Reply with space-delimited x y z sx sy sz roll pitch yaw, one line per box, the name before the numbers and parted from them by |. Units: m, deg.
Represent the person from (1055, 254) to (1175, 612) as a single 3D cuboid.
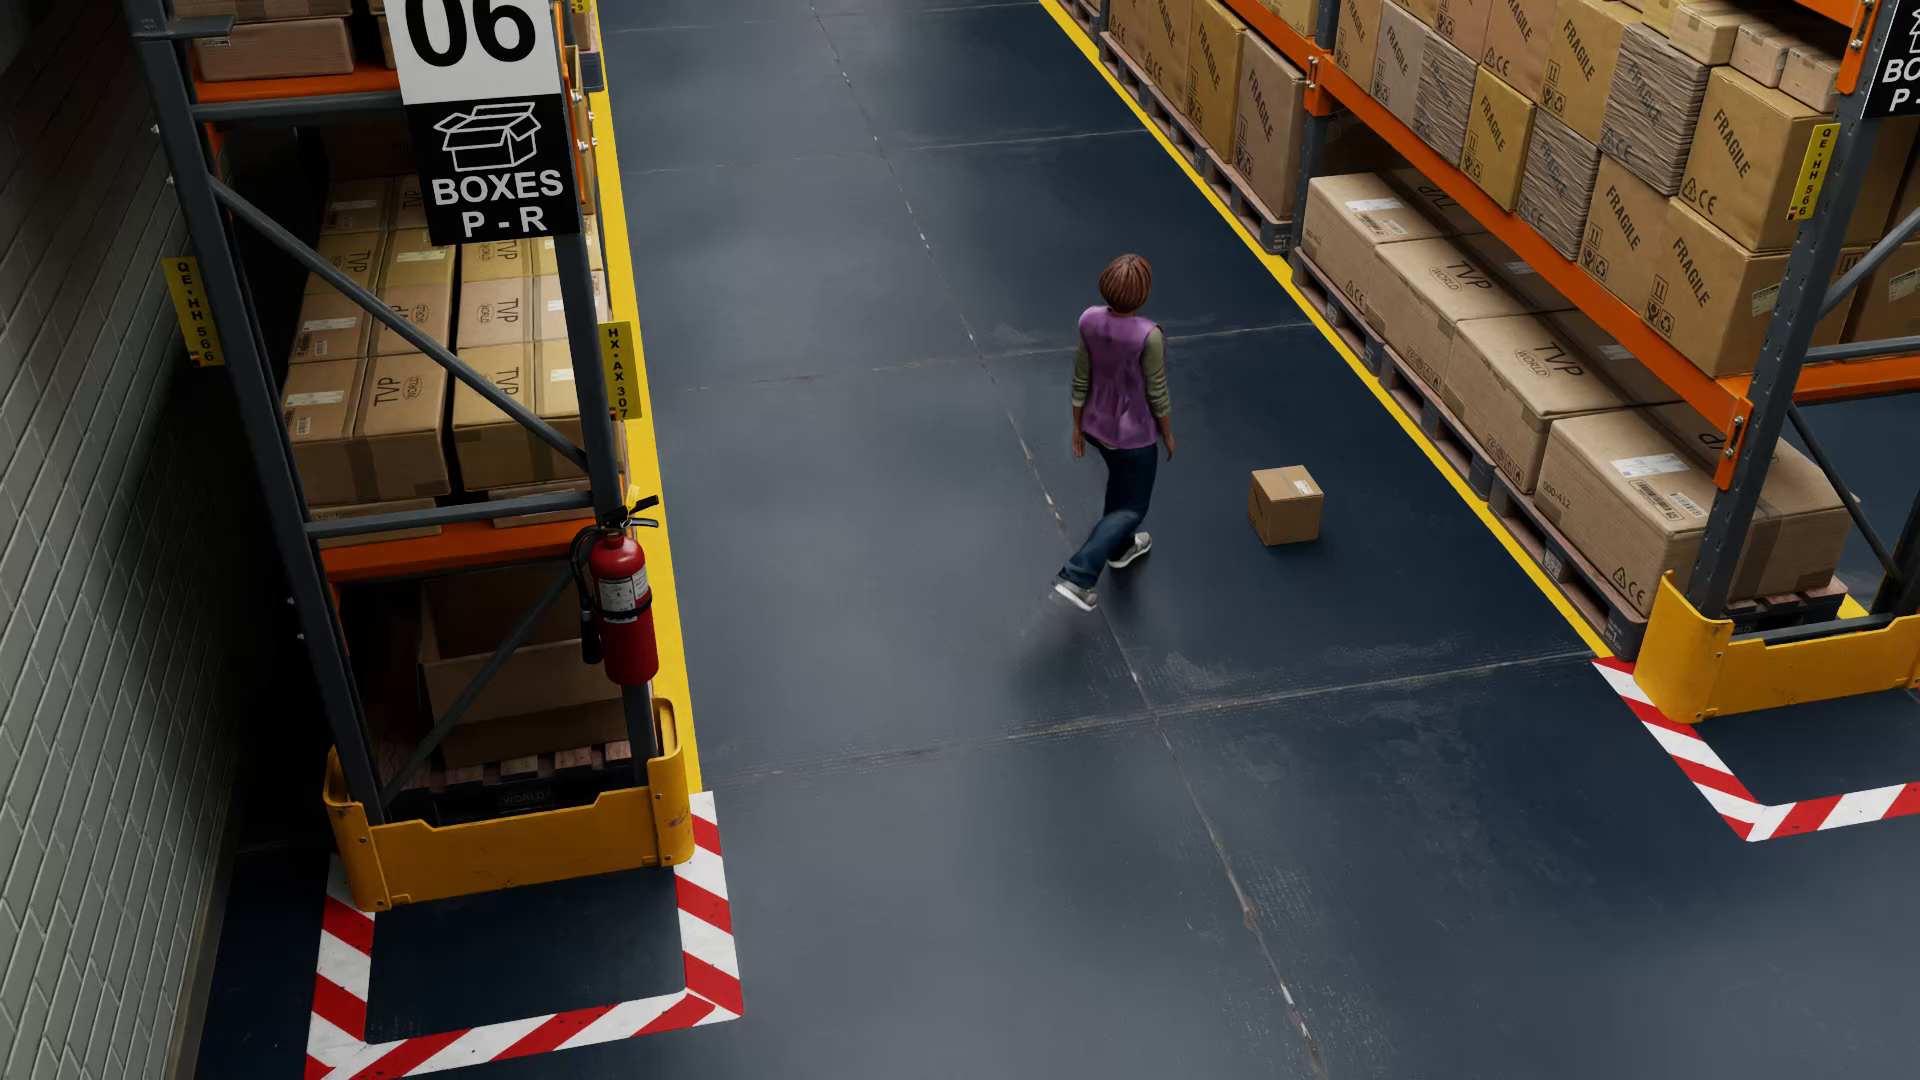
person | 0.635 -0.434 6.763 0.411 1.568 0.803 28 44 34
